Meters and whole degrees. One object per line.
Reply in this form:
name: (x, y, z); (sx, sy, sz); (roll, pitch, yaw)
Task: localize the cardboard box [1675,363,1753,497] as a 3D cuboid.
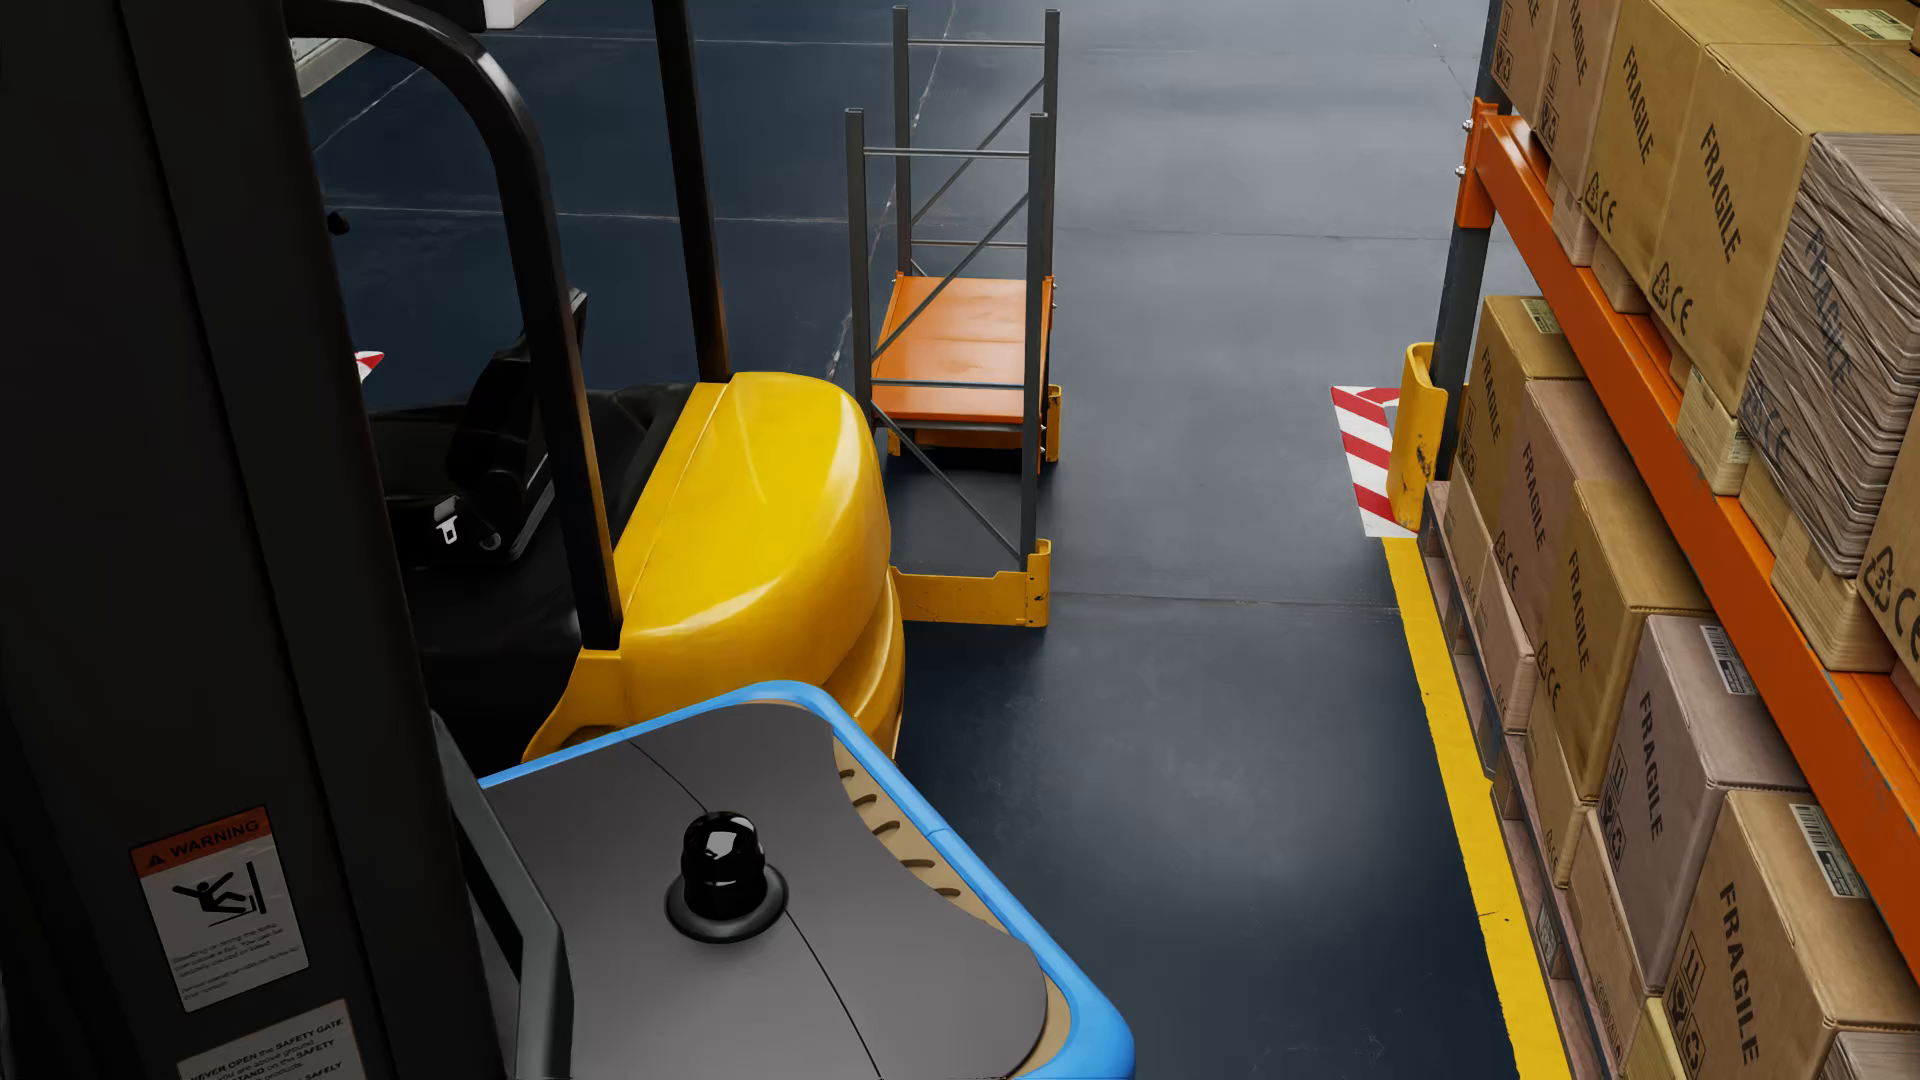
cardboard box: (1.510, -0.194, 2.945); (0.380, 0.149, 0.250); (3, 32, 4)

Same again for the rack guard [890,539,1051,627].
rack guard: (-0.034, 0.114, 4.827); (0.587, 0.250, 0.087); (2, 32, 4)

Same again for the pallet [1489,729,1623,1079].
pallet: (1.789, 0.875, 3.629); (1.003, 0.211, 1.213); (2, 32, 4)

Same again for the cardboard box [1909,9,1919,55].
cardboard box: (2.008, -0.939, 2.583); (0.700, 0.500, 0.500); (2, 32, 4)

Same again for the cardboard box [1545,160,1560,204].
cardboard box: (1.656, -0.868, 4.038); (0.380, 0.149, 0.250); (1, 32, 2)

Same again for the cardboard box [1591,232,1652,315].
cardboard box: (1.602, -0.600, 3.604); (0.380, 0.149, 0.250); (3, 32, 5)

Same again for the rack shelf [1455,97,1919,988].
rack shelf: (1.836, -0.059, 3.173); (1.077, 0.370, 4.000); (2, 32, 4)

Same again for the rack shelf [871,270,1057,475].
rack shelf: (0.007, -0.530, 5.023); (0.538, 0.185, 1.000); (2, 32, 4)

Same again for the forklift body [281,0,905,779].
forklift body: (-1.285, -0.191, 3.509); (2.313, 2.155, 1.214); (2, 32, 4)

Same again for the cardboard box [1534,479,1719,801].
cardboard box: (1.569, 0.219, 3.541); (0.500, 0.500, 0.500); (3, 32, 5)

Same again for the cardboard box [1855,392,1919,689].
cardboard box: (1.496, -0.001, 2.014); (0.500, 0.500, 0.500); (3, 32, 6)

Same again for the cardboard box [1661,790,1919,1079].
cardboard box: (1.493, 0.766, 2.654); (0.500, 0.500, 0.500); (3, 32, 5)

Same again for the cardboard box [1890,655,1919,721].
cardboard box: (1.542, 0.213, 2.285); (0.380, 0.149, 0.250); (2, 32, 3)

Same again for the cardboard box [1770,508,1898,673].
cardboard box: (1.475, 0.075, 2.509); (0.380, 0.149, 0.250); (2, 32, 3)

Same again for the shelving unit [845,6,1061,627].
shelving unit: (0.006, -0.678, 4.921); (0.587, 1.500, 1.083); (2, 32, 4)

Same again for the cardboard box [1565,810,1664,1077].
cardboard box: (1.532, 0.807, 3.302); (0.500, 0.250, 0.500); (3, 32, 5)

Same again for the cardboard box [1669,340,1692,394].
cardboard box: (1.589, -0.323, 3.154); (0.380, 0.149, 0.250); (2, 32, 3)

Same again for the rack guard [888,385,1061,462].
rack guard: (0.047, -0.407, 5.672); (0.587, 0.250, 0.087); (2, 32, 4)

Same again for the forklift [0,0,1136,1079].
forklift: (-1.277, 0.503, 1.639); (3.031, 2.935, 1.130); (-18, 36, -27)

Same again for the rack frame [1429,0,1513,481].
rack frame: (1.998, -1.411, 4.681); (1.000, 3.000, 0.127); (2, 32, 4)

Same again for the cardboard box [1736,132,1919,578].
cardboard box: (1.534, -0.273, 2.455); (0.500, 0.500, 0.500); (3, 32, 5)

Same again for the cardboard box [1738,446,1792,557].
cardboard box: (1.525, -0.058, 2.724); (0.380, 0.149, 0.250); (2, 32, 3)

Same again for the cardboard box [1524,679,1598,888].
cardboard box: (1.576, 0.543, 3.730); (0.500, 0.250, 0.500); (5, 32, 7)

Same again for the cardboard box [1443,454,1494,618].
cardboard box: (1.657, -0.009, 4.627); (0.500, 0.250, 0.500); (2, 32, 4)

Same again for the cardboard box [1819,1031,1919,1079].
cardboard box: (1.453, 1.032, 2.222); (0.500, 0.500, 0.500); (2, 32, 3)

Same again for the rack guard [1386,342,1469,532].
rack guard: (1.992, -0.307, 5.272); (1.175, 0.500, 0.348); (2, 32, 4)

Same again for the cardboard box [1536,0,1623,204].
cardboard box: (1.644, -1.074, 3.754); (0.500, 0.500, 0.500); (3, 32, 5)

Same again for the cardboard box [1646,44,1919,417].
cardboard box: (1.571, -0.541, 2.890); (0.500, 0.500, 0.500); (2, 32, 3)

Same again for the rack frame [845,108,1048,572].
rack frame: (-0.034, -0.417, 4.498); (0.500, 1.500, 0.032); (2, 32, 4)

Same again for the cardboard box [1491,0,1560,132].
cardboard box: (1.683, -1.345, 4.194); (0.500, 0.500, 0.500); (2, 32, 3)

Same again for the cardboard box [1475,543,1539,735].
cardboard box: (1.608, 0.257, 4.194); (0.500, 0.250, 0.500); (4, 32, 6)

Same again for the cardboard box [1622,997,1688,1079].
cardboard box: (1.486, 1.073, 2.871); (0.500, 0.250, 0.500); (2, 32, 3)

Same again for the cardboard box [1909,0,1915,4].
cardboard box: (2.139, -0.762, 3.248); (0.500, 0.500, 0.500); (2, 32, 4)

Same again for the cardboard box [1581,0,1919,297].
cardboard box: (1.604, -0.807, 3.322); (0.500, 0.500, 0.500); (2, 32, 3)

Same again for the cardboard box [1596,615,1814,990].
cardboard box: (1.534, 0.499, 3.087); (0.500, 0.500, 0.500); (4, 32, 7)

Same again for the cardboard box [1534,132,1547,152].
cardboard box: (1.764, -1.136, 4.473); (0.380, 0.149, 0.250); (3, 32, 4)

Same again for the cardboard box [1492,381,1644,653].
cardboard box: (1.618, -0.043, 3.966); (0.500, 0.500, 0.500); (1, 32, 2)

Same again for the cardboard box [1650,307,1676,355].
cardboard box: (1.640, -0.459, 3.376); (0.380, 0.149, 0.250); (3, 32, 6)

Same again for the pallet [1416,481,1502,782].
pallet: (1.891, 0.239, 4.661); (1.003, 0.211, 1.213); (2, 32, 4)

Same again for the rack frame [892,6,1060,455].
rack frame: (0.048, -0.949, 5.360); (0.500, 1.500, 0.032); (2, 32, 4)

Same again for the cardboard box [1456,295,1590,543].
cardboard box: (1.656, -0.316, 4.410); (0.500, 0.500, 0.500); (1, 32, 2)

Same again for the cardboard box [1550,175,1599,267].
cardboard box: (1.589, -0.737, 3.826); (0.380, 0.149, 0.250); (3, 32, 5)
